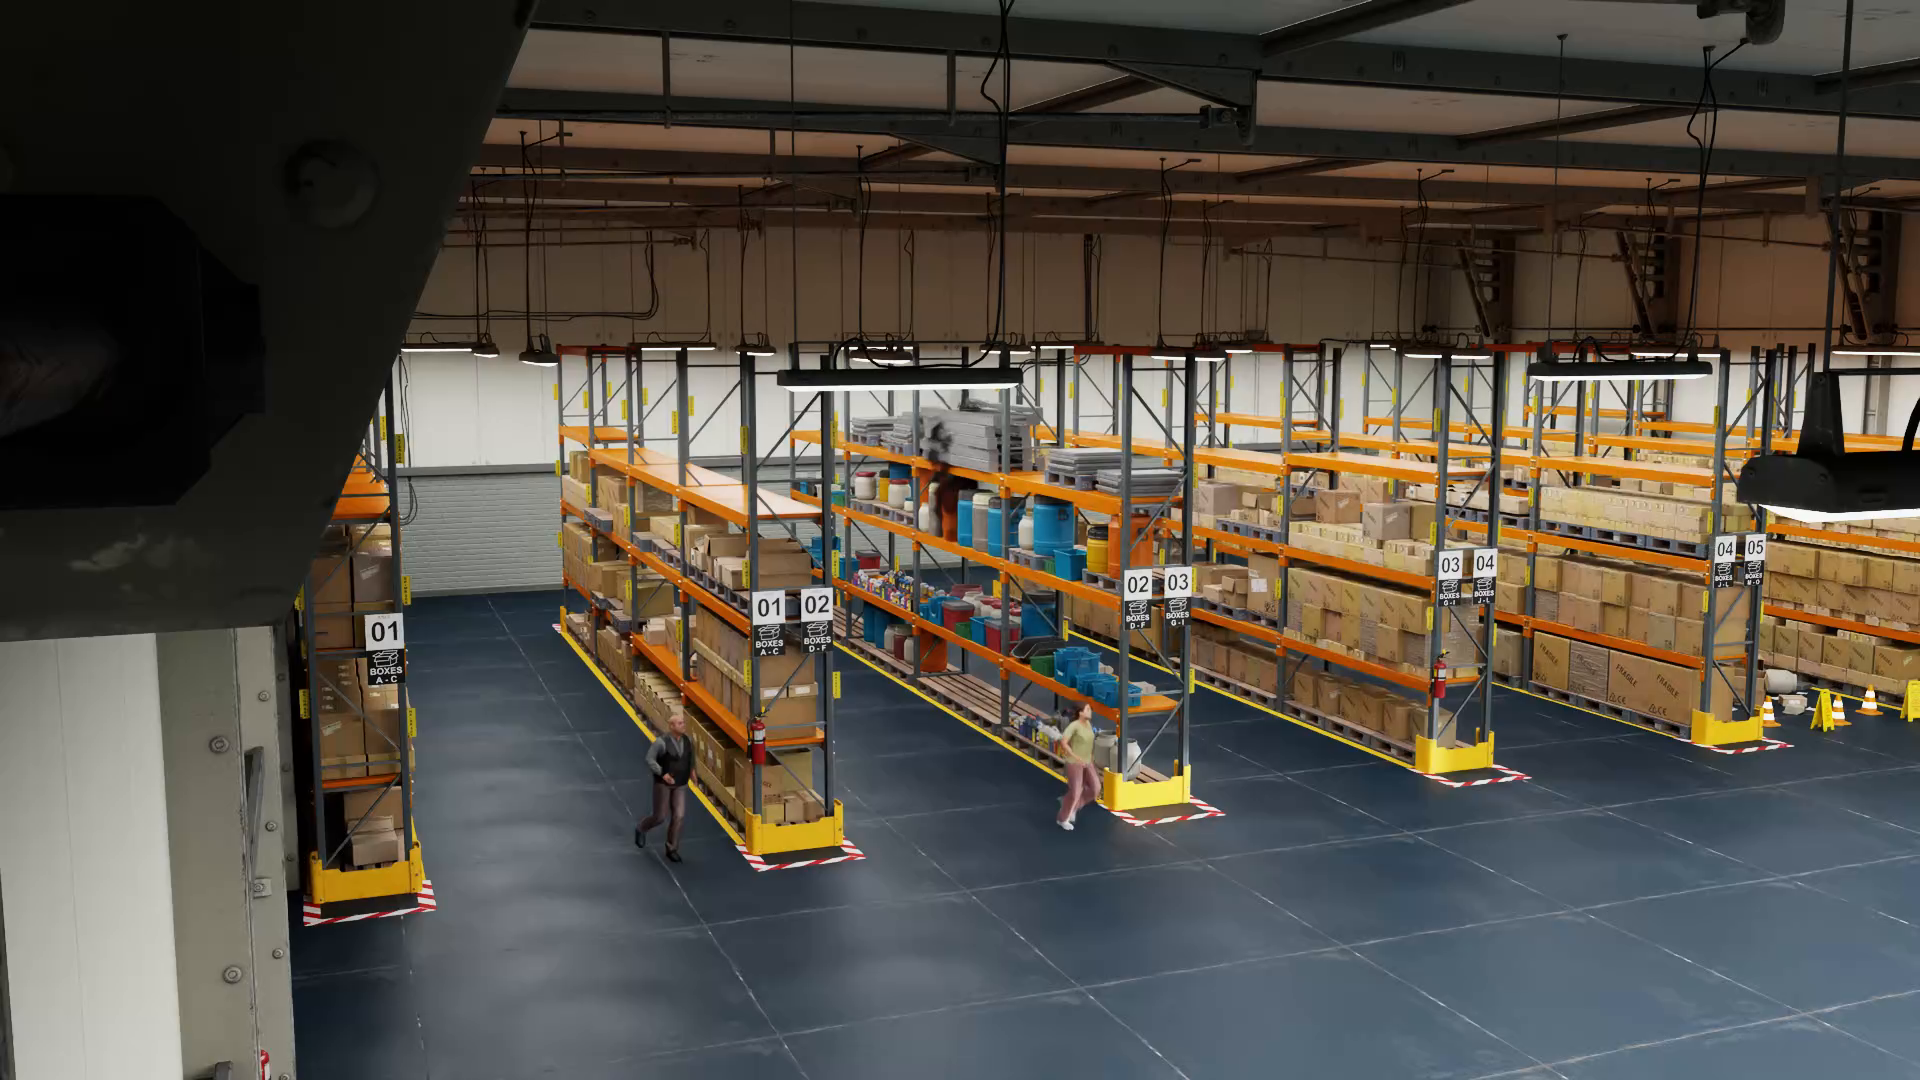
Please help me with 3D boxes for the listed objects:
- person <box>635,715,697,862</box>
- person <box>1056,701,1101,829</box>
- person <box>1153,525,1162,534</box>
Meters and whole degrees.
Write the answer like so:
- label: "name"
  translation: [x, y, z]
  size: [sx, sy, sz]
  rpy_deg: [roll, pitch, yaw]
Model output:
- label: "person"
  translation: [-3.473, 2.950, 20.104]
  size: [0.738, 1.700, 0.827]
  rpy_deg: [-6, 9, -39]
- label: "person"
  translation: [1.567, 2.851, 21.181]
  size: [0.521, 1.614, 0.636]
  rpy_deg: [7, 10, 44]
- label: "person"
  translation: [4.757, 0.323, 41.106]
  size: [0.752, 1.591, 0.492]
  rpy_deg: [7, 10, 44]
